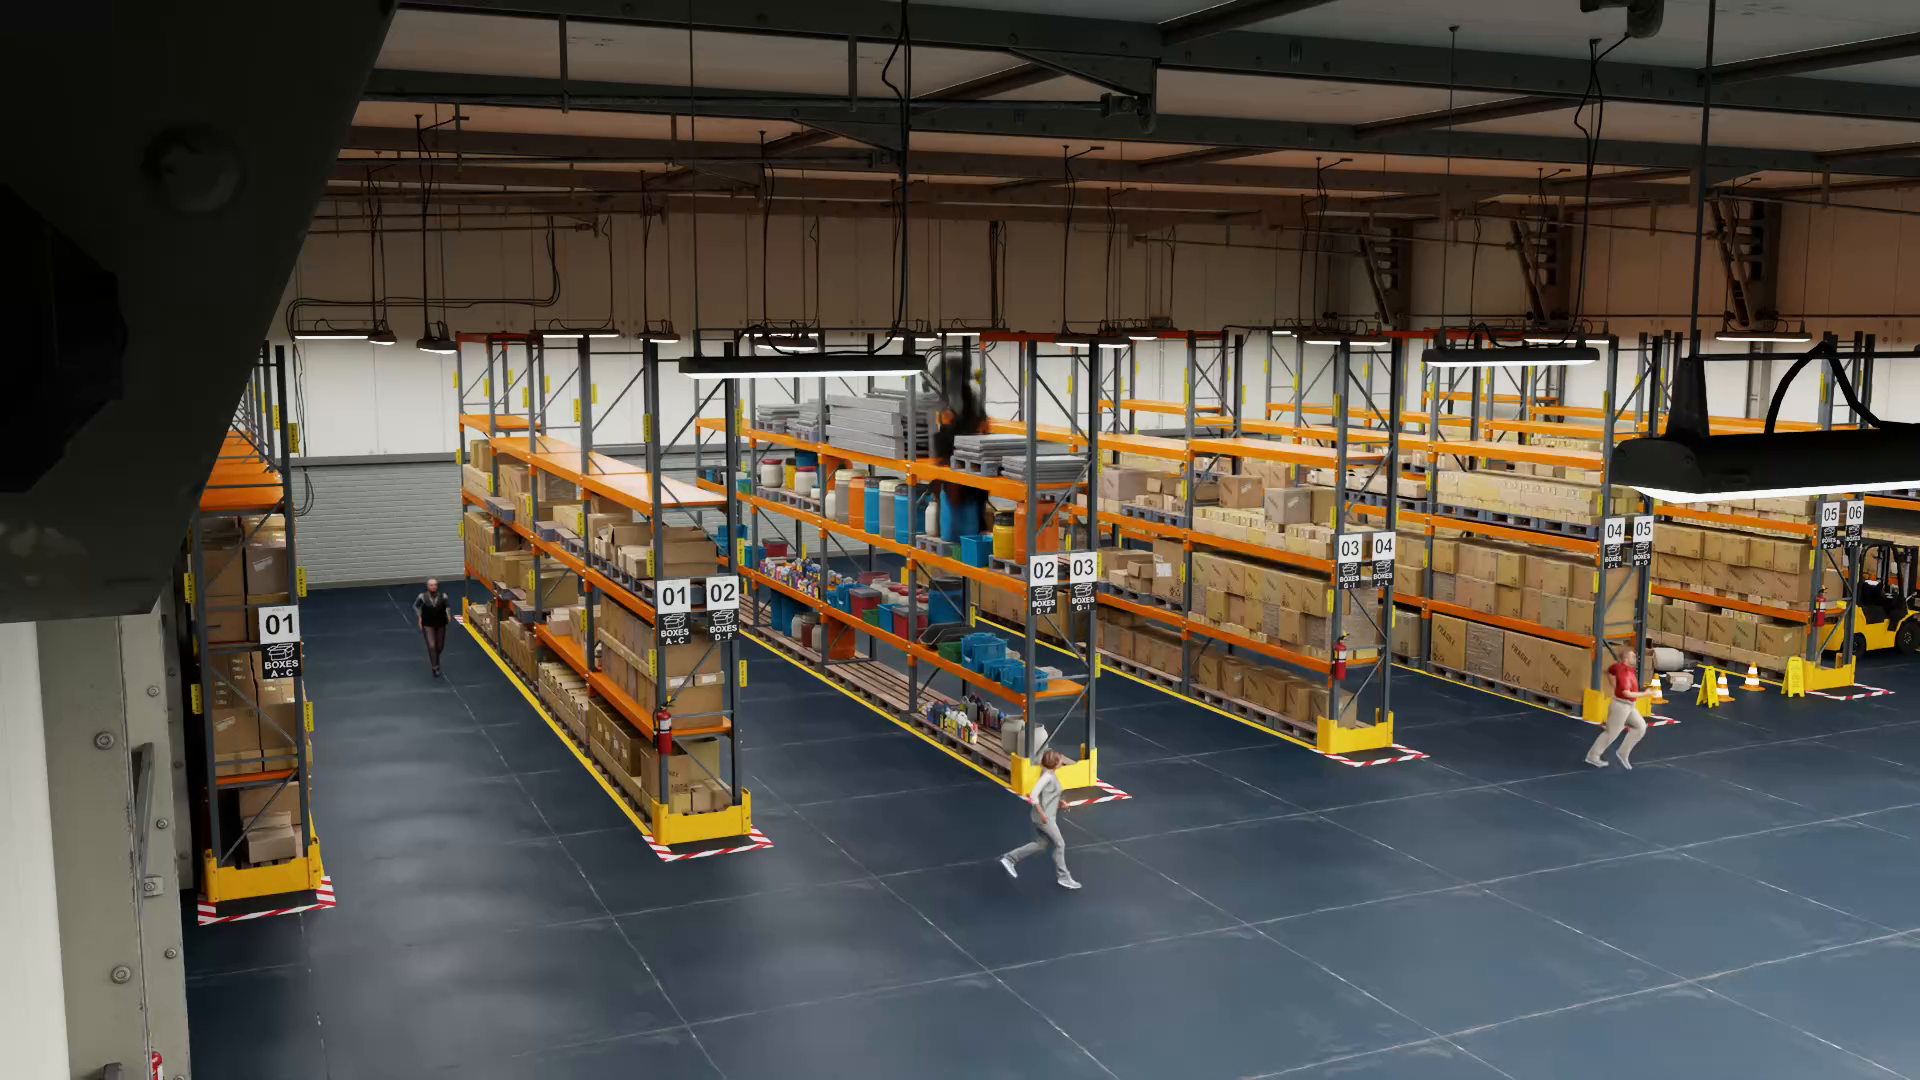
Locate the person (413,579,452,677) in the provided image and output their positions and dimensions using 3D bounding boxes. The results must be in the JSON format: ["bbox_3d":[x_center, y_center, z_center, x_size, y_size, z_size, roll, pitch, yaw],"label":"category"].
[{"bbox_3d":[-9.358,1.525,29.534,0.643,1.709,0.882,-4,9,-27],"label":"person"}]

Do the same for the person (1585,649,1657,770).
[{"bbox_3d":[9.243,2.368,23.208,0.881,1.744,0.676,4,9,26],"label":"person"}]

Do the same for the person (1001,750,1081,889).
[{"bbox_3d":[0.842,3.039,18.348,0.785,1.489,0.559,0,8,1],"label":"person"}]
